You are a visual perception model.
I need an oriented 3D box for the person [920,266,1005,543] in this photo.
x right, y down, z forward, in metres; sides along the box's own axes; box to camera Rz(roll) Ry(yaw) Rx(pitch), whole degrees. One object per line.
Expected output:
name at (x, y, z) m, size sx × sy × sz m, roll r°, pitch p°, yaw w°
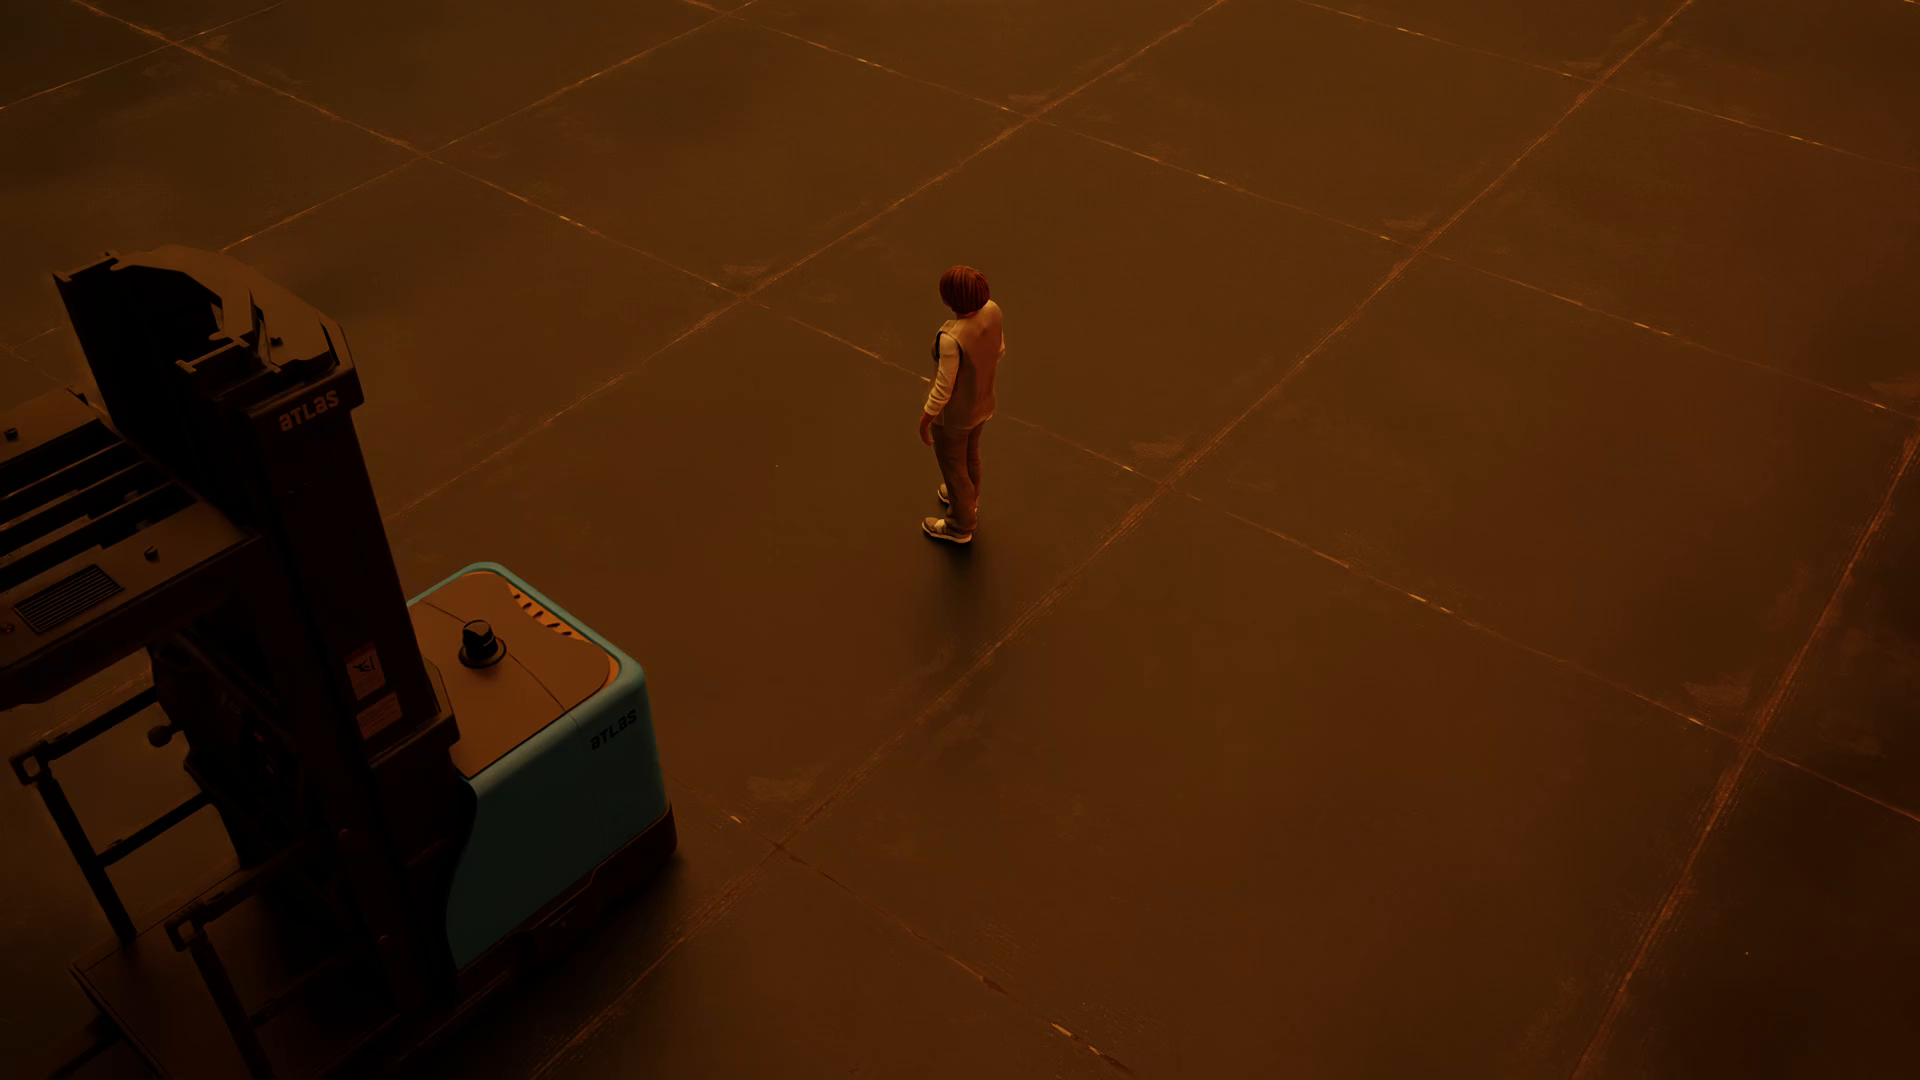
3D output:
person at (-0.051, -0.650, 7.853) m, size 0.473 × 1.599 × 0.521 m, roll 26°, pitch 47°, yaw 28°

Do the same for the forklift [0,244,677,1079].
forklift at (-2.503, 0.684, 5.271) m, size 1.130 × 2.935 × 3.031 m, roll 30°, pitch 49°, yaw 30°
